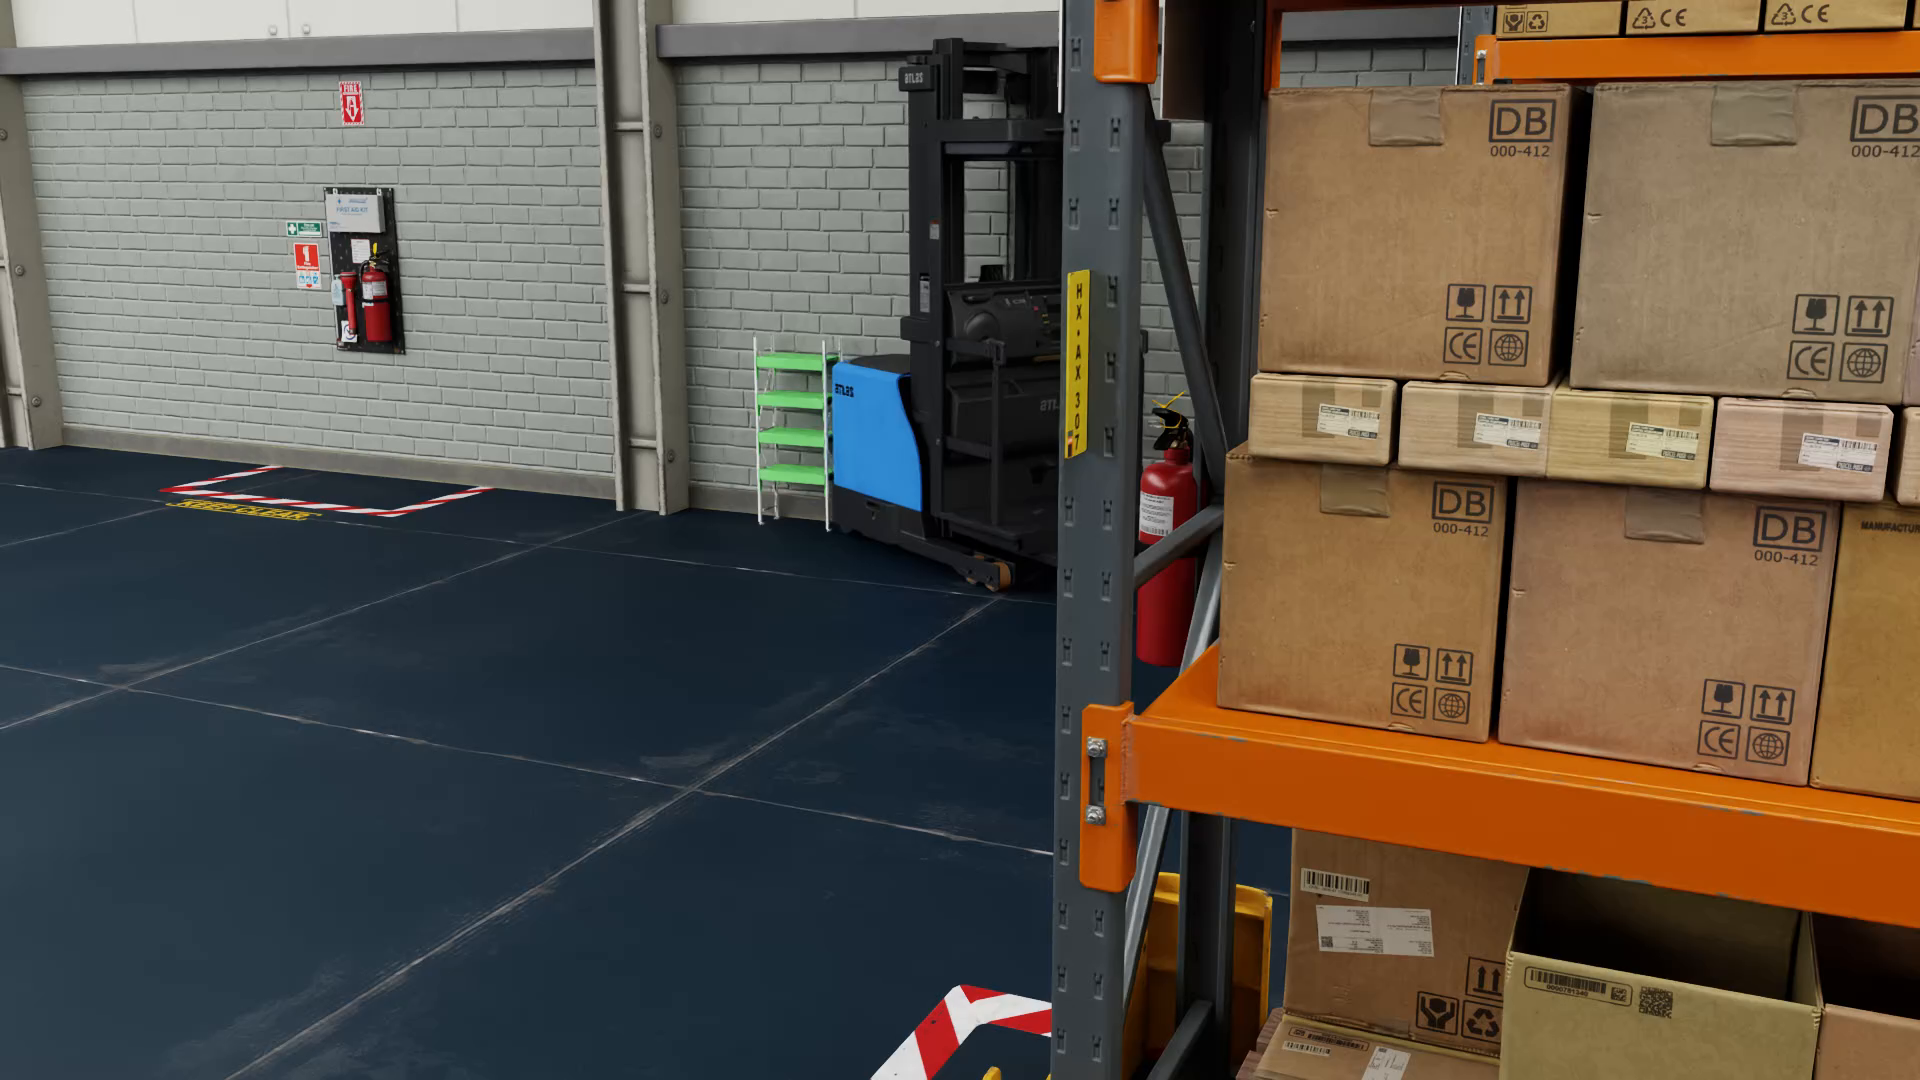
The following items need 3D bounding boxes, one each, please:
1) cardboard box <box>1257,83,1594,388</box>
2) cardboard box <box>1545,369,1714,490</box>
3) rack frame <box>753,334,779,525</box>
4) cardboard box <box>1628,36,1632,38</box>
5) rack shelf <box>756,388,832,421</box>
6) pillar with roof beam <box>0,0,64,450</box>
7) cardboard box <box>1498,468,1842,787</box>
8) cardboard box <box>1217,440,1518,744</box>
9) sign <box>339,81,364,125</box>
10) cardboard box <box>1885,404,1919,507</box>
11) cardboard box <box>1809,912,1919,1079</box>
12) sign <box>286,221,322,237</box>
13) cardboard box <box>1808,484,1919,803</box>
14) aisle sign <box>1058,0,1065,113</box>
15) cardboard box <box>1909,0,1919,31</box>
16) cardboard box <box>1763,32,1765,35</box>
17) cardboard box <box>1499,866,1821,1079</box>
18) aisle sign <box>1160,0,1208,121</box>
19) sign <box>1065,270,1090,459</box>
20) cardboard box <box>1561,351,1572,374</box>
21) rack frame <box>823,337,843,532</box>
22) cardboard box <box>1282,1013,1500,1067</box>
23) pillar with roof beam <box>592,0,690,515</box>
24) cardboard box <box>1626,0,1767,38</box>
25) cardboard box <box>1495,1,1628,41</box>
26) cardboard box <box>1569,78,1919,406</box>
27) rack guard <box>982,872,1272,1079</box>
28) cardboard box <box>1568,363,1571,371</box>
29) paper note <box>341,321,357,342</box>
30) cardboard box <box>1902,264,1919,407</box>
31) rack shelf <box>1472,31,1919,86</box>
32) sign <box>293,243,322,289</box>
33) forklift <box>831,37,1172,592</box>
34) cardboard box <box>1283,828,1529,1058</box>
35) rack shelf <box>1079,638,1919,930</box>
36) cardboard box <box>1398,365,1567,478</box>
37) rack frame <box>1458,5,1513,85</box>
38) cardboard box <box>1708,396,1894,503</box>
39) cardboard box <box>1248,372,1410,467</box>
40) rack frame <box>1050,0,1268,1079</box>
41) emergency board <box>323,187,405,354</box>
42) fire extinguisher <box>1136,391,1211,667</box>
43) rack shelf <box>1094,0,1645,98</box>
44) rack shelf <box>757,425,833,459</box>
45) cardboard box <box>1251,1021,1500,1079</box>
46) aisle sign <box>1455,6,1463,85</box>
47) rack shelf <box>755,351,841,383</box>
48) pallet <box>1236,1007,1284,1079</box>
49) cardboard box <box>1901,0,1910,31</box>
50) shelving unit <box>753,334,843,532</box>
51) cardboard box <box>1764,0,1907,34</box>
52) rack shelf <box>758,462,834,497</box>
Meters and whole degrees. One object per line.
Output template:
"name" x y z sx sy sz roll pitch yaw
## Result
"cardboard box" 0.909 -0.597 3.174 0.500 0.500 0.700 6 14 23
"cardboard box" 1.180 -0.203 2.916 0.250 0.149 0.380 6 14 23
"rack frame" -1.238 -0.707 10.643 0.015 1.200 0.240 6 14 23
"cardboard box" 2.926 -2.535 7.665 0.500 0.500 0.500 7 15 27
"rack shelf" -1.014 -0.857 10.508 0.480 0.148 0.258 6 14 23
"pillar with roof beam" -9.283 -4.250 8.669 0.400 9.000 9.100 6 14 23
"cardboard box" 1.342 0.077 3.140 0.500 0.500 0.700 6 15 25
"cardboard box" 0.860 0.030 3.343 0.500 0.500 0.700 6 14 23
"sign" -4.265 -3.060 11.656 0.199 0.298 0.001 6 14 23
"cardboard box" 1.655 -0.155 2.712 0.250 0.149 0.380 5 14 21
"cardboard box" 1.759 0.987 2.939 0.500 0.500 0.500 6 14 23
"sign" -4.761 -2.256 12.064 0.331 0.109 0.001 6 14 23
"cardboard box" 1.794 0.125 2.939 0.500 0.500 0.700 6 14 24
"aisle sign" 0.254 -1.175 3.006 0.004 0.787 0.394 6 14 23
"cardboard box" 4.097 -2.288 6.613 0.500 0.500 0.500 7 15 27
"cardboard box" 3.384 -2.495 7.491 0.500 0.500 0.500 6 14 23
"cardboard box" 1.297 0.944 3.125 0.500 0.500 0.500 6 14 23
"aisle sign" 0.497 -1.300 3.540 0.004 0.787 0.394 6 14 23
"sign" 0.208 -0.312 2.950 0.005 0.325 0.100 6 14 23
"cardboard box" 1.105 -0.312 3.381 0.250 0.149 0.380 6 15 25
"rack frame" -0.790 -0.663 10.454 0.015 1.200 0.240 6 14 23
"cardboard box" 1.049 1.155 3.867 0.500 0.250 0.500 6 14 23
"pillar with roof beam" -3.798 -3.695 6.303 0.400 9.000 9.100 6 14 23
"cardboard box" 3.123 -2.381 7.006 0.500 0.500 0.500 7 15 27
"cardboard box" 2.646 -2.438 7.250 0.500 0.500 0.500 6 15 25
"cardboard box" 1.392 -0.549 2.971 0.500 0.500 0.700 5 14 22
"rack guard" 0.417 1.247 3.845 0.348 0.500 1.175 6 14 23
"cardboard box" 1.339 -0.289 3.280 0.250 0.149 0.380 6 14 22
"paper note" -4.432 -1.512 12.061 0.142 0.148 0.016 6 14 23
"cardboard box" 1.853 -0.503 2.773 0.500 0.500 0.700 6 14 23
"rack shelf" 4.270 -1.927 6.911 4.000 0.370 1.077 6 14 23
"sign" -4.762 -2.000 12.135 0.234 0.329 0.001 6 14 23
"forklift" 0.452 -1.269 9.249 1.130 2.935 3.031 -9 16 -34
"cardboard box" 1.049 0.789 3.783 0.500 0.500 0.500 6 14 23
"rack shelf" 2.267 0.568 2.843 4.000 0.370 1.077 6 14 23
"cardboard box" 0.953 -0.227 3.016 0.250 0.149 0.380 5 14 22
"rack frame" 2.442 -1.002 7.960 0.127 3.000 1.000 6 14 23
"cardboard box" 1.410 -0.180 2.815 0.250 0.149 0.380 6 14 22
"cardboard box" 0.710 -0.251 3.118 0.250 0.149 0.380 6 14 23
"rack frame" 0.439 0.033 3.550 0.127 3.000 1.000 6 14 23
"emergency board" -4.298 -1.910 11.829 0.643 1.169 0.194 6 14 23
"fire extinguisher" 0.519 -0.038 4.019 0.183 0.674 0.296 6 14 23
"rack shelf" 2.267 -0.892 2.500 4.000 0.370 1.077 6 14 23
"rack shelf" -1.014 -0.623 10.563 0.480 0.148 0.258 6 14 23
"cardboard box" 0.839 1.263 3.406 0.500 0.250 0.500 6 14 23
"aisle sign" 2.254 -2.212 7.425 0.004 0.787 0.394 6 14 23
"rack shelf" -1.014 -1.090 10.454 0.480 0.148 0.258 6 14 23
"pallet" 1.155 1.452 3.604 1.213 0.211 1.003 6 14 23
"cardboard box" 3.852 -2.445 7.279 0.500 0.500 0.500 5 14 21
"shelving unit" -1.014 -0.685 10.549 0.503 1.200 0.258 6 14 23
"cardboard box" 3.599 -2.334 6.805 0.500 0.500 0.500 7 15 26
"rack shelf" -1.014 -0.389 10.618 0.480 0.148 0.258 6 14 23
